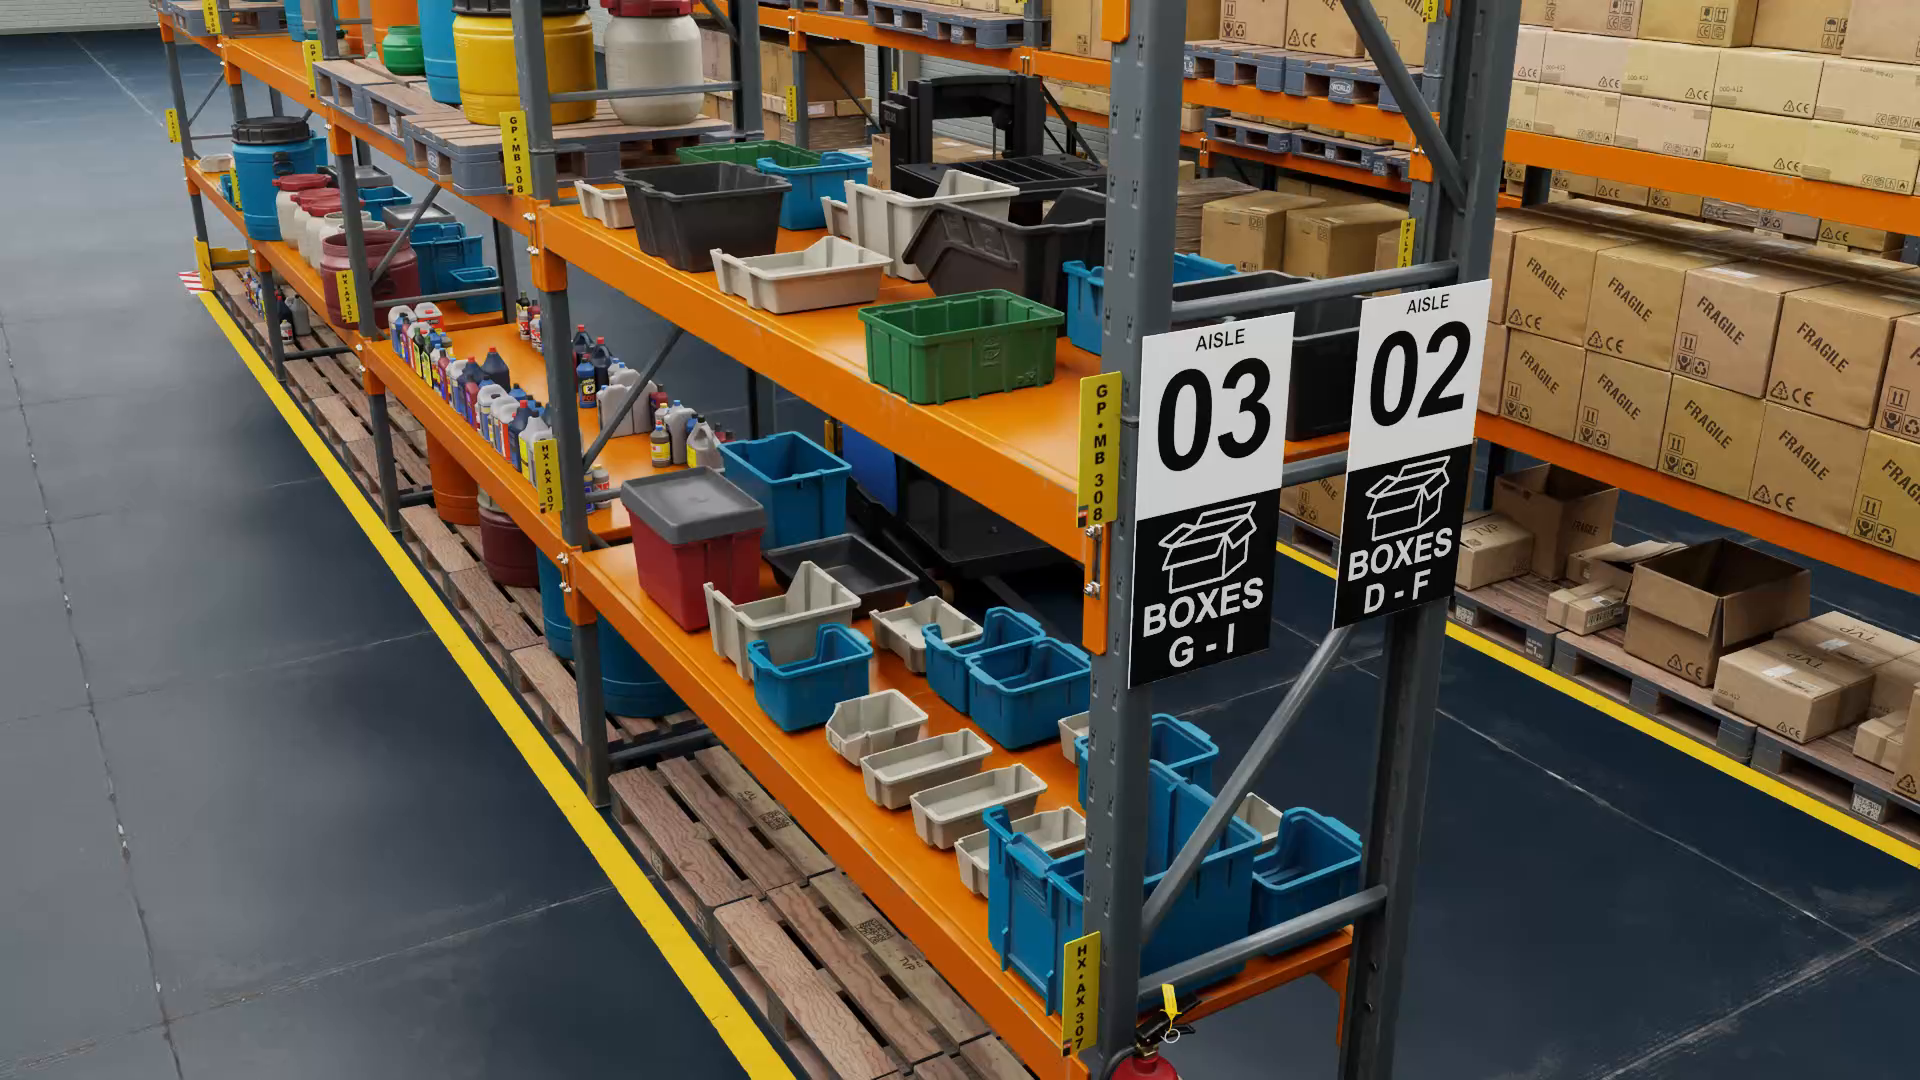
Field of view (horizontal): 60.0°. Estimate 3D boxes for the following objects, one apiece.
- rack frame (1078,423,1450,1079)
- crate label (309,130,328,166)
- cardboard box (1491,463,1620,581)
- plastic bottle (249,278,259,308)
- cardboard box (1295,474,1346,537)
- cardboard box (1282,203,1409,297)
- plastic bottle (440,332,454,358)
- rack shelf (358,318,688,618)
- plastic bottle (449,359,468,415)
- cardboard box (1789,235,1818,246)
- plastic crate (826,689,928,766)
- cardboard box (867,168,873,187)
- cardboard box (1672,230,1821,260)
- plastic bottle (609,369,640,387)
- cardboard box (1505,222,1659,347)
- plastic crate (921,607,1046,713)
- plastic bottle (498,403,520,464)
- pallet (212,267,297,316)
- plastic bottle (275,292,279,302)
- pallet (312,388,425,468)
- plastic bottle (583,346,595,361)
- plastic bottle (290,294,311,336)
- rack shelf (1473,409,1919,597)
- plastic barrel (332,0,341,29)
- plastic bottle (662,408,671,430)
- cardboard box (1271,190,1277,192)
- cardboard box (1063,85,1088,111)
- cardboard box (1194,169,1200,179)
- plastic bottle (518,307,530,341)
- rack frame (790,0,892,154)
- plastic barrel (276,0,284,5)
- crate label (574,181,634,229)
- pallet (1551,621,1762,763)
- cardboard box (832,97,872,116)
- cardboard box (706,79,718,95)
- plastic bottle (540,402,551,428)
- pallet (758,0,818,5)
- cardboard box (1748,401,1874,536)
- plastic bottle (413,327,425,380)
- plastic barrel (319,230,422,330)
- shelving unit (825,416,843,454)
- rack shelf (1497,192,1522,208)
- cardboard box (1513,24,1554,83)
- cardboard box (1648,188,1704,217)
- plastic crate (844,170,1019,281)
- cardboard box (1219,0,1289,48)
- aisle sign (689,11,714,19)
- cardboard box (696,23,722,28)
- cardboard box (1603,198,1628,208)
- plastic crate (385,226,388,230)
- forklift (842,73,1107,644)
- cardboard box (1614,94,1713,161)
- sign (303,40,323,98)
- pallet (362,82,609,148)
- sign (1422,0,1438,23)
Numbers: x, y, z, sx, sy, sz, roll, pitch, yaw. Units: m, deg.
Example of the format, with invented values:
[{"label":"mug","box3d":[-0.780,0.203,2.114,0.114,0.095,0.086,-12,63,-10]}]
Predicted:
[{"label":"rack frame","box3d":[0.752,1.046,4.255,1.000,3.000,0.127,-13,25,-28]},{"label":"crate label","box3d":[-6.249,-3.606,15.653,0.502,0.435,0.616,-13,25,-28]},{"label":"cardboard box","box3d":[3.504,-0.117,9.850,0.500,0.500,0.500,-13,25,-28]},{"label":"plastic bottle","box3d":[-6.588,-2.316,15.564,0.097,0.271,0.097,0,22,0]},{"label":"cardboard box","box3d":[2.470,-0.351,10.427,0.500,0.500,0.500,-13,25,-29]},{"label":"cardboard box","box3d":[2.513,-1.848,10.685,0.700,0.500,0.500,-8,24,-20]},{"label":"plastic bottle","box3d":[-3.057,-1.130,9.872,0.097,0.201,0.097,0,22,0]},{"label":"rack shelf","box3d":[-2.313,-0.563,9.169,1.077,0.370,4.000,-13,25,-28]},{"label":"plastic bottle","box3d":[-2.683,-0.835,9.048,0.152,0.276,0.135,-13,25,-28]},{"label":"cardboard box","box3d":[6.567,-2.272,12.725,0.380,0.149,0.250,-12,25,-27]},{"label":"plastic crate","box3d":[-0.286,0.637,5.532,0.298,0.136,0.250,-13,25,-28]},{"label":"cardboard box","box3d":[-0.841,-3.348,15.398,0.380,0.149,0.250,-13,25,-28]},{"label":"cardboard box","box3d":[3.971,-1.268,8.486,0.500,0.500,0.500,-12,25,-28]},{"label":"plastic bottle","box3d":[-1.792,-0.790,8.935,0.152,0.276,0.135,-13,25,-28]},{"label":"cardboard box","box3d":[3.232,-1.337,8.656,0.500,0.500,0.500,-13,26,-30]},{"label":"plastic crate","box3d":[0.083,0.429,5.915,0.416,0.233,0.300,-13,25,-28]},{"label":"plastic bottle","box3d":[-2.215,-0.539,8.318,0.152,0.276,0.135,-13,25,-28]},{"label":"pallet","box3d":[-6.932,-2.562,16.835,1.003,0.211,1.213,-13,25,-28]},{"label":"plastic bottle","box3d":[-6.053,-2.031,14.757,0.144,0.351,0.185,-14,26,-31]},{"label":"pallet","box3d":[-4.316,-0.905,12.757,1.003,0.211,1.213,-13,25,-28]},{"label":"plastic bottle","box3d":[-2.067,-0.956,9.335,0.061,0.283,0.133,-13,25,-28]},{"label":"plastic bottle","box3d":[-5.831,-1.996,14.673,0.144,0.351,0.185,-13,25,-28]},{"label":"rack shelf","box3d":[3.990,-0.220,8.324,1.077,0.370,4.000,-13,25,-28]},{"label":"plastic barrel","box3d":[-4.263,-3.914,11.809,0.600,0.901,0.708,-13,25,-28]},{"label":"plastic bottle","box3d":[-1.473,-0.573,8.501,0.097,0.201,0.097,0,22,0]},{"label":"cardboard box","box3d":[3.529,-3.555,18.310,0.700,0.500,0.500,-12,25,-26]},{"label":"cardboard box","box3d":[1.605,-5.429,20.356,0.500,0.250,0.500,-13,26,-29]},{"label":"cardboard box","box3d":[2.574,-4.118,19.696,0.500,0.500,0.500,-15,26,-32]},{"label":"plastic bottle","box3d":[-2.718,-1.362,10.443,0.097,0.201,0.097,0,22,0]},{"label":"rack frame","box3d":[-1.118,-3.790,16.153,1.000,3.000,0.127,-13,25,-28]},{"label":"plastic barrel","box3d":[-5.429,-4.652,13.583,0.421,0.512,0.421,0,22,0]},{"label":"crate label","box3d":[-1.290,-1.303,6.399,0.293,0.136,0.466,-13,25,-28]},{"label":"pallet","box3d":[3.946,0.709,8.787,1.003,0.211,1.213,-13,25,-28]},{"label":"cardboard box","box3d":[-1.088,-4.261,16.318,0.380,0.149,0.250,-13,25,-28]},{"label":"cardboard box","box3d":[-2.486,-4.847,17.759,0.380,0.149,0.250,-13,25,-29]},{"label":"plastic bottle","box3d":[-2.013,-0.548,8.243,0.144,0.351,0.185,-13,25,-28]},{"label":"pallet","box3d":[-1.576,-5.410,16.272,1.003,0.211,1.213,-13,25,-28]},{"label":"cardboard box","box3d":[4.031,-0.375,7.617,0.500,0.500,0.500,-12,25,-28]},{"label":"plastic bottle","box3d":[-3.126,-1.086,9.654,0.061,0.283,0.133,-13,25,-28]},{"label":"plastic barrel","box3d":[-3.832,-1.699,10.827,0.600,0.536,0.708,-13,25,-28]},{"label":"shelving unit","box3d":[-0.524,-1.206,11.786,0.587,1.500,1.083,-9,24,-22]},{"label":"rack shelf","box3d":[6.204,-2.469,13.857,1.077,0.370,4.000,-13,25,-28]},{"label":"cardboard box","box3d":[3.004,-2.547,8.646,0.500,0.250,0.500,-13,25,-28]},{"label":"cardboard box","box3d":[5.995,-2.937,13.500,0.500,0.500,0.500,-12,25,-27]},{"label":"plastic crate","box3d":[-0.115,-1.066,5.624,0.437,0.282,0.530,-13,25,-28]},{"label":"cardboard box","box3d":[2.091,-3.486,10.597,0.600,0.600,0.600,-14,26,-30]},{"label":"aisle sign","box3d":[-2.942,-6.367,19.040,0.394,0.787,0.004,-13,25,-28]},{"label":"cardboard box","box3d":[-2.633,-5.393,18.239,0.700,0.500,0.500,-13,26,-30]},{"label":"cardboard box","box3d":[5.710,-2.866,14.185,0.380,0.149,0.250,-12,25,-27]},{"label":"plastic crate","box3d":[-4.246,-2.231,12.598,0.450,0.188,0.662,-13,25,-28]},{"label":"forklift","box3d":[0.249,-1.142,9.728,1.130,2.935,3.031,-9,24,-22]},{"label":"cardboard box","box3d":[3.511,-1.991,7.942,0.500,0.250,0.500,-13,25,-28]},{"label":"sign","box3d":[-3.804,-2.777,9.815,0.100,0.325,0.005,-13,25,-28]},{"label":"pallet","box3d":[-2.358,-2.153,8.391,1.003,0.211,1.213,-13,25,-28]},{"label":"sign","box3d":[2.494,-2.904,8.780,0.100,0.325,0.005,-13,25,-28]}]
